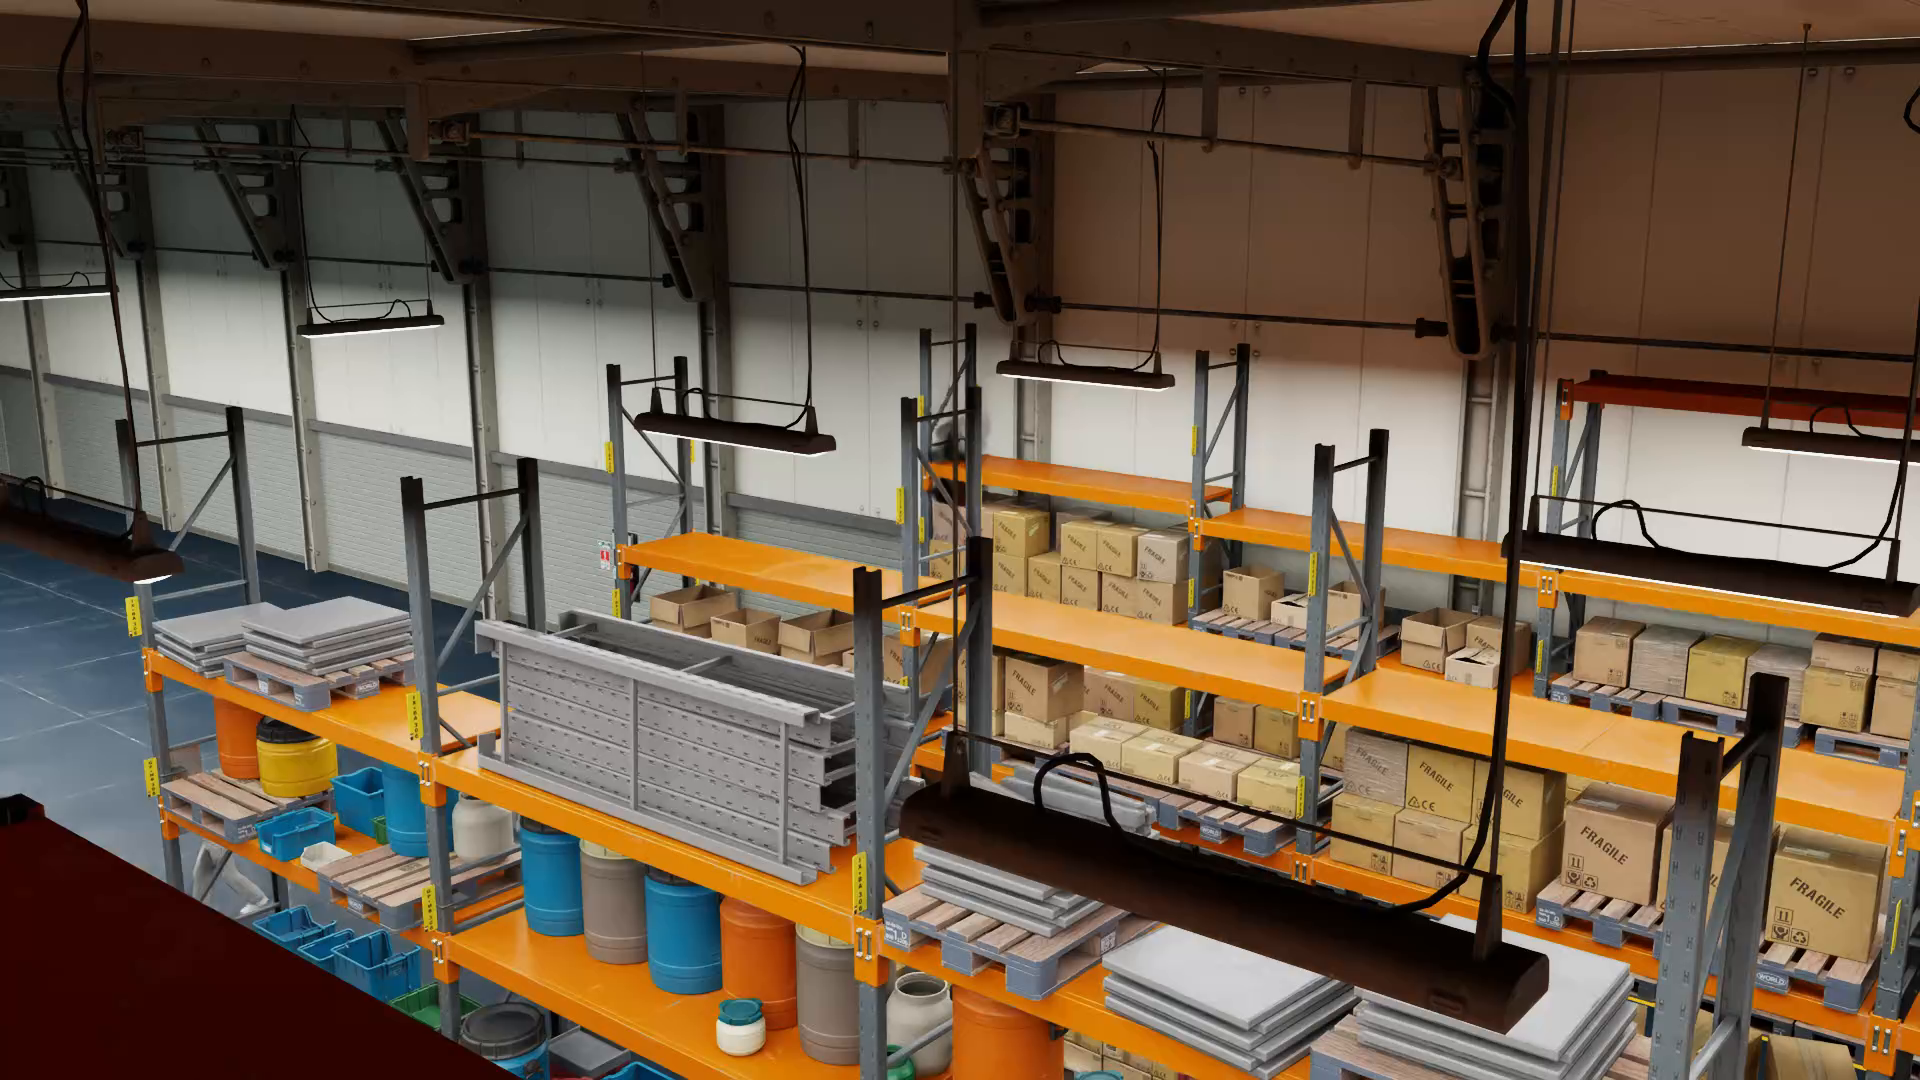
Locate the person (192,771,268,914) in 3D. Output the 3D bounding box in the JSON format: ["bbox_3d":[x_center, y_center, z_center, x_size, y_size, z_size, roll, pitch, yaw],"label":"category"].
[{"bbox_3d":[-7.950,3.289,17.837,0.872,1.703,0.549,-6,14,-24],"label":"person"}]

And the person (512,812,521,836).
[{"bbox_3d":[-4.942,2.971,19.300,0.558,1.714,0.719,-5,14,-22],"label":"person"}]
